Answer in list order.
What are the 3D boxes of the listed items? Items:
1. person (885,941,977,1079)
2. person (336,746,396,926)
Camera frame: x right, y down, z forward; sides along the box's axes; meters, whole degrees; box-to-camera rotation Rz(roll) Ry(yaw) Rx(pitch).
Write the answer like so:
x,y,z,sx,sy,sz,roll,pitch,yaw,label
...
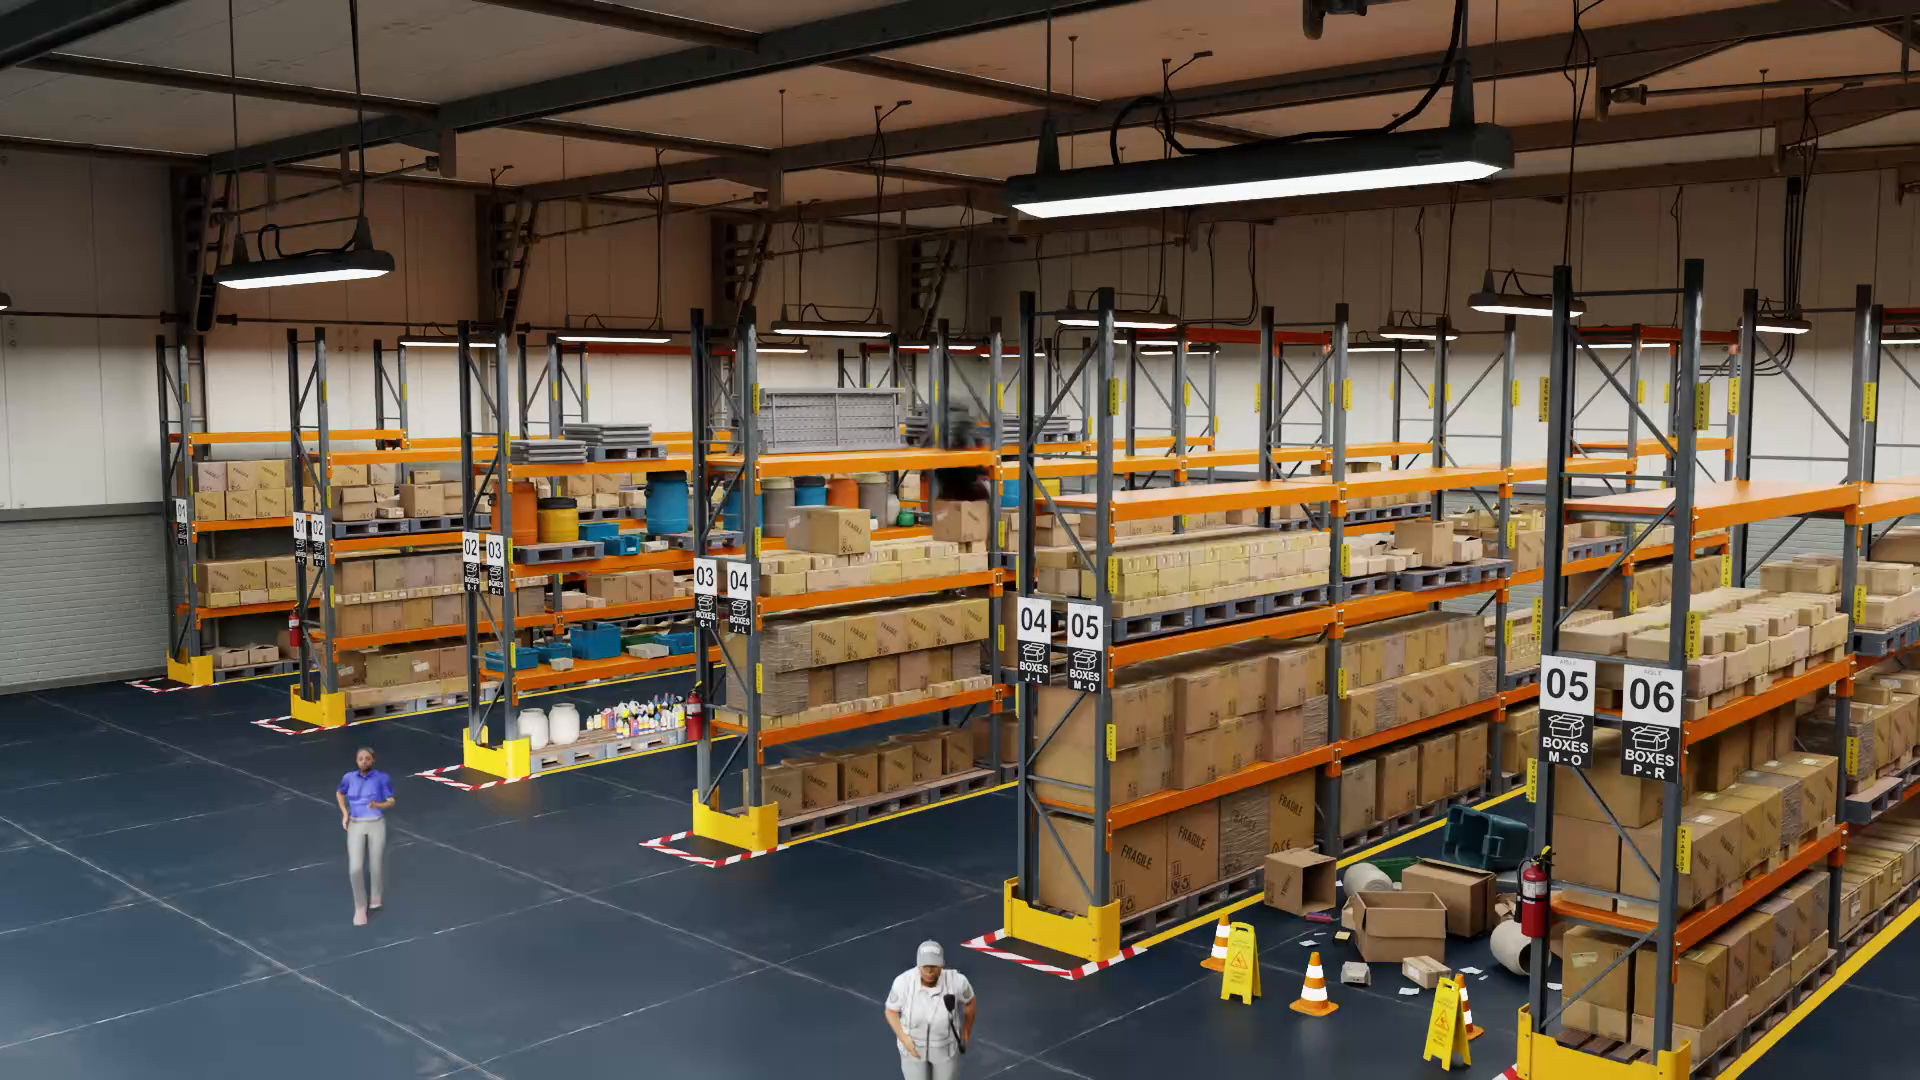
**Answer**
x,y,z,sx,sy,sz,roll,pitch,yaw,label
-0.189,3.355,10.904,0.592,1.616,0.738,0,5,5,person
-5.732,2.842,16.062,0.555,1.715,0.705,-2,6,-17,person
